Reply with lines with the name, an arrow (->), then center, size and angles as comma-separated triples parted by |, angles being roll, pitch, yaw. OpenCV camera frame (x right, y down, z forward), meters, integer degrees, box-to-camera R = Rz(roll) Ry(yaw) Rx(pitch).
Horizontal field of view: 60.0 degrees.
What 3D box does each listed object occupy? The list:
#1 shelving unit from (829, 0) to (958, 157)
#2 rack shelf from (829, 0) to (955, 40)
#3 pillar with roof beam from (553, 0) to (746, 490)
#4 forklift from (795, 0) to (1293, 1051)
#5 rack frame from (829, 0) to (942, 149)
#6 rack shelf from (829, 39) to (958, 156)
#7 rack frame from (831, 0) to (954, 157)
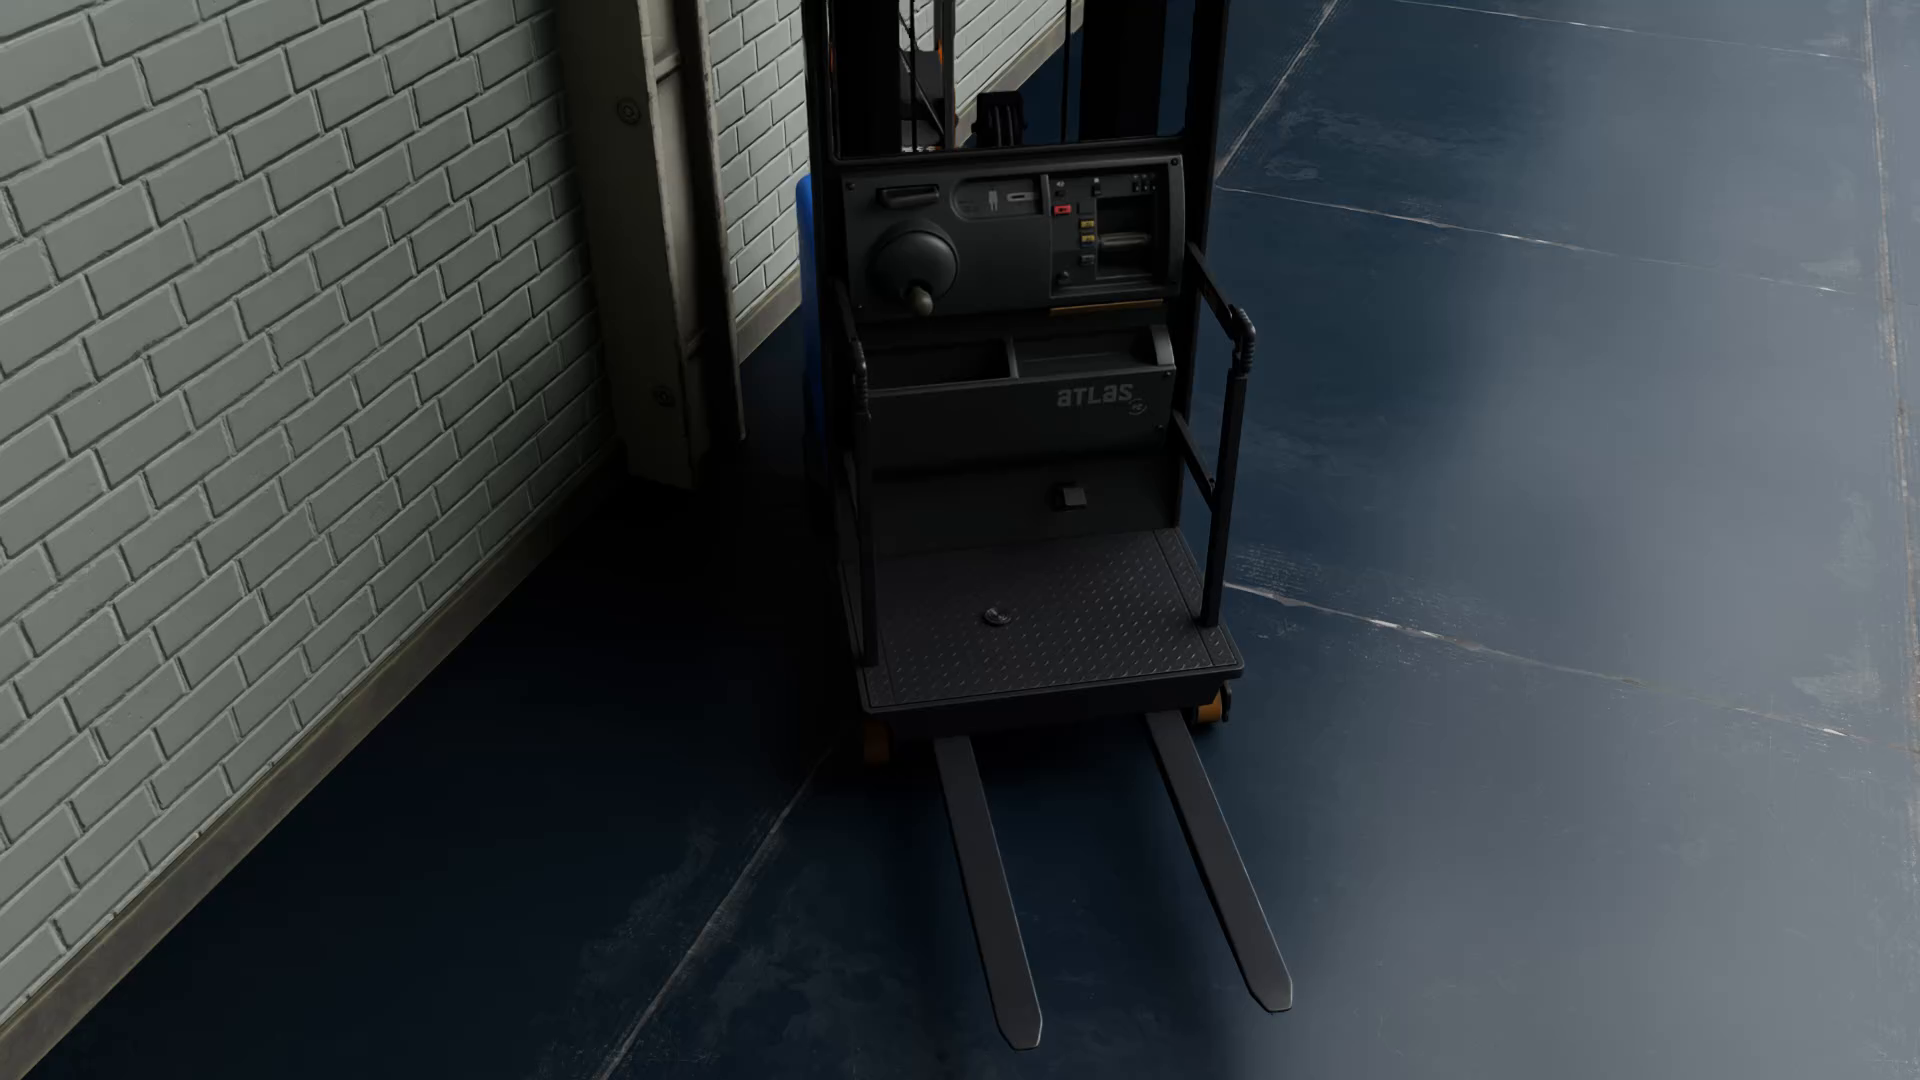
shelving unit -> -0.242, -1.463, 5.953 | 0.431, 2.100, 0.503 | -3, 37, -4
rack shelf -> -0.242, -2.013, 5.542 | 0.431, 0.518, 0.480 | -3, 37, -4
pillar with roof beam -> 2.958, -2.946, 2.175 | 9.100, 9.000, 0.400 | 14, 39, 18
forklift -> 0.190, -0.752, 4.309 | 1.130, 2.935, 3.031 | -6, 37, -8
rack frame -> -0.264, -1.608, 6.148 | 0.400, 2.100, 0.015 | -3, 37, -4
rack shelf -> -0.242, -1.452, 5.961 | 0.431, 0.518, 0.480 | -3, 37, -4
rack frame -> -0.220, -1.317, 5.759 | 0.400, 2.100, 0.015 | -3, 37, -4
